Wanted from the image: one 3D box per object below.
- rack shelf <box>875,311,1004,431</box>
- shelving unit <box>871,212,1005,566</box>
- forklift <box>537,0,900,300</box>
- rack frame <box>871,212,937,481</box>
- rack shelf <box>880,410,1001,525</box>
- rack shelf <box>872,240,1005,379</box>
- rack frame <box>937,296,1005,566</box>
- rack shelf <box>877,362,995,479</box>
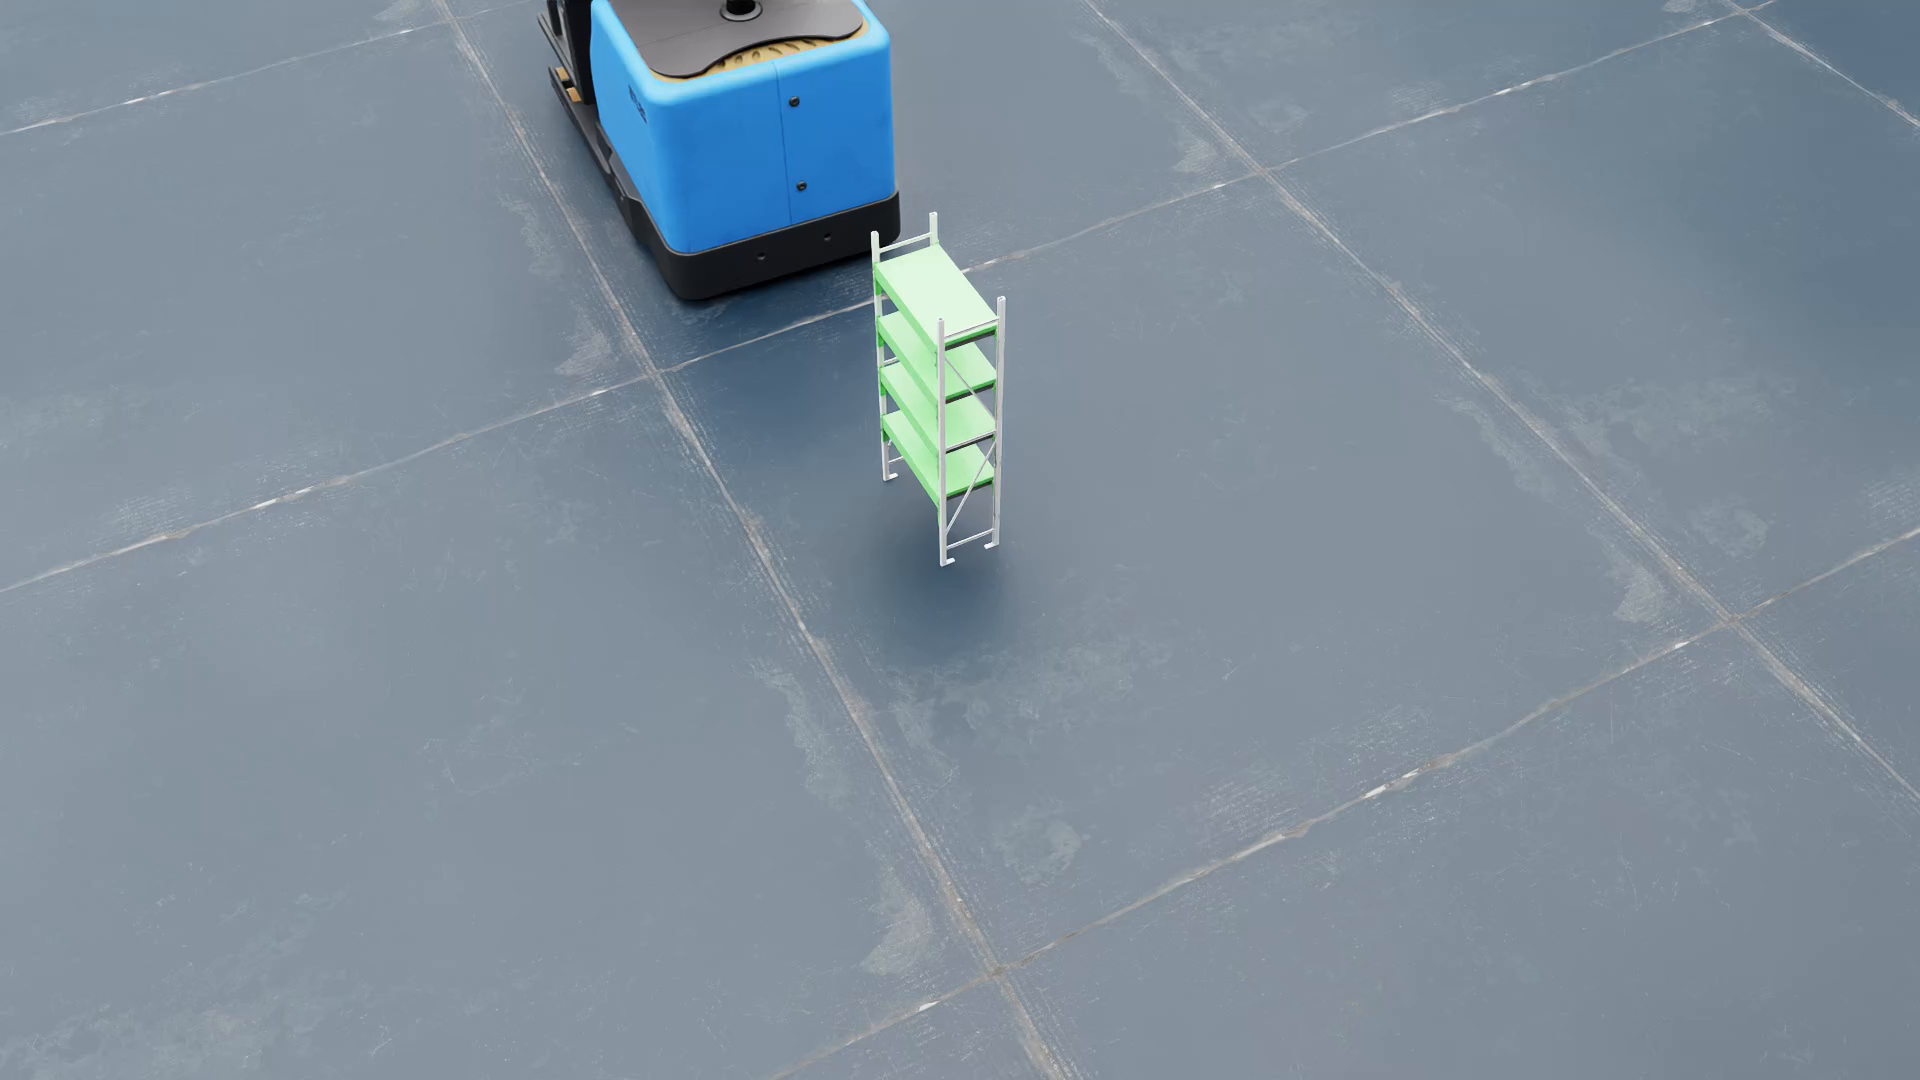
[{"bbox_3d":[-0.076,-0.622,5.763,0.258,0.148,0.480,-21,52,-18],"label":"rack shelf"},{"bbox_3d":[-0.076,-0.506,5.895,0.258,1.200,0.503,-21,52,-18],"label":"shelving unit"},{"bbox_3d":[-1.344,-3.107,7.020,1.130,2.935,3.031,-19,52,-16],"label":"forklift"},{"bbox_3d":[-0.187,-0.669,6.038,0.240,1.200,0.015,-21,52,-18],"label":"rack frame"},{"bbox_3d":[-0.076,-0.306,6.124,0.258,0.148,0.480,-21,52,-18],"label":"rack shelf"},{"bbox_3d":[-0.076,-0.780,5.582,0.258,0.148,0.480,-21,52,-18],"label":"rack shelf"},{"bbox_3d":[0.036,-0.342,5.752,0.240,1.200,0.015,-21,52,-18],"label":"rack frame"},{"bbox_3d":[-0.076,-0.464,5.943,0.258,0.148,0.480,-21,52,-18],"label":"rack shelf"}]
